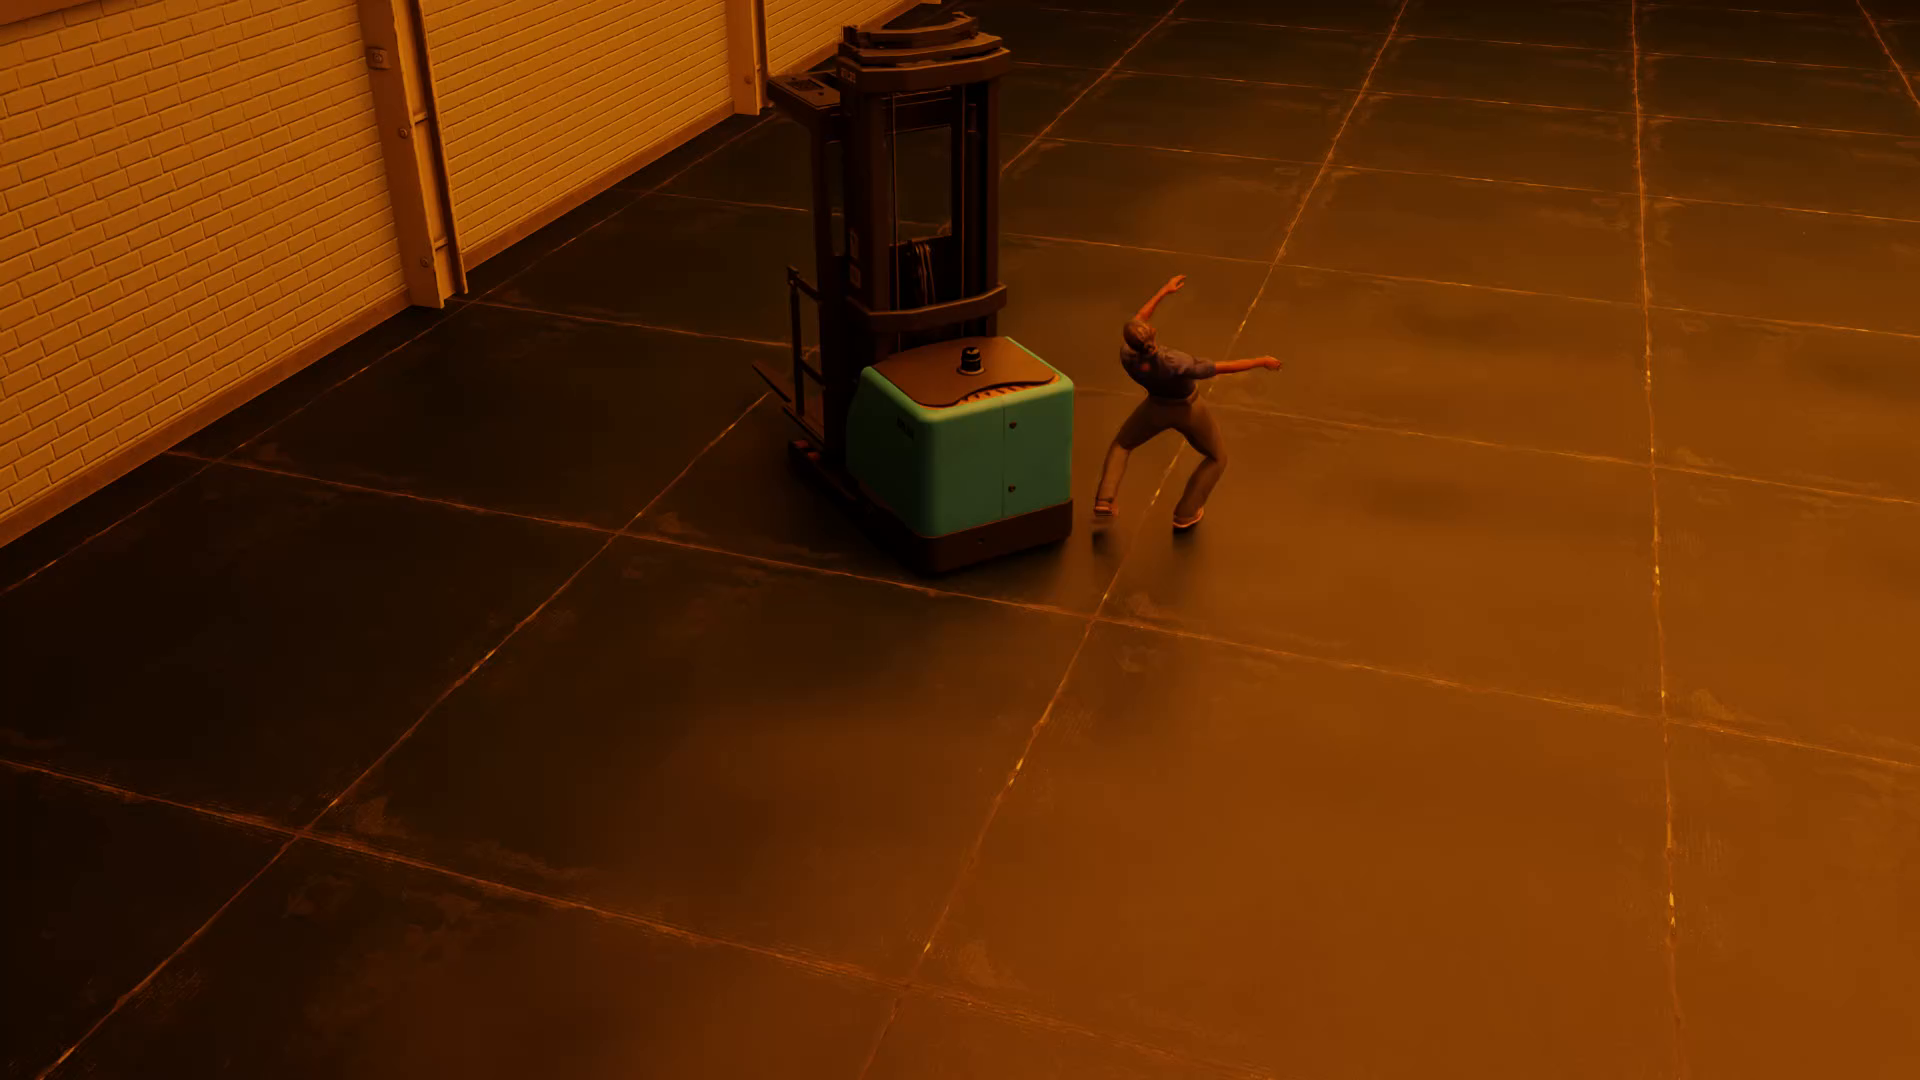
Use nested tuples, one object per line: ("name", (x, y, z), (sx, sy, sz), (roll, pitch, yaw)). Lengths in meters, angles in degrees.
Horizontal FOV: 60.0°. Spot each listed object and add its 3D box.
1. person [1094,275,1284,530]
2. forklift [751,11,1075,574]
("person", (1.368, -0.754, 9.896), (1.015, 1.471, 0.686), (9, 31, 15))
("forklift", (-0.473, -1.779, 10.257), (1.130, 2.935, 3.031), (-15, 33, -25))
